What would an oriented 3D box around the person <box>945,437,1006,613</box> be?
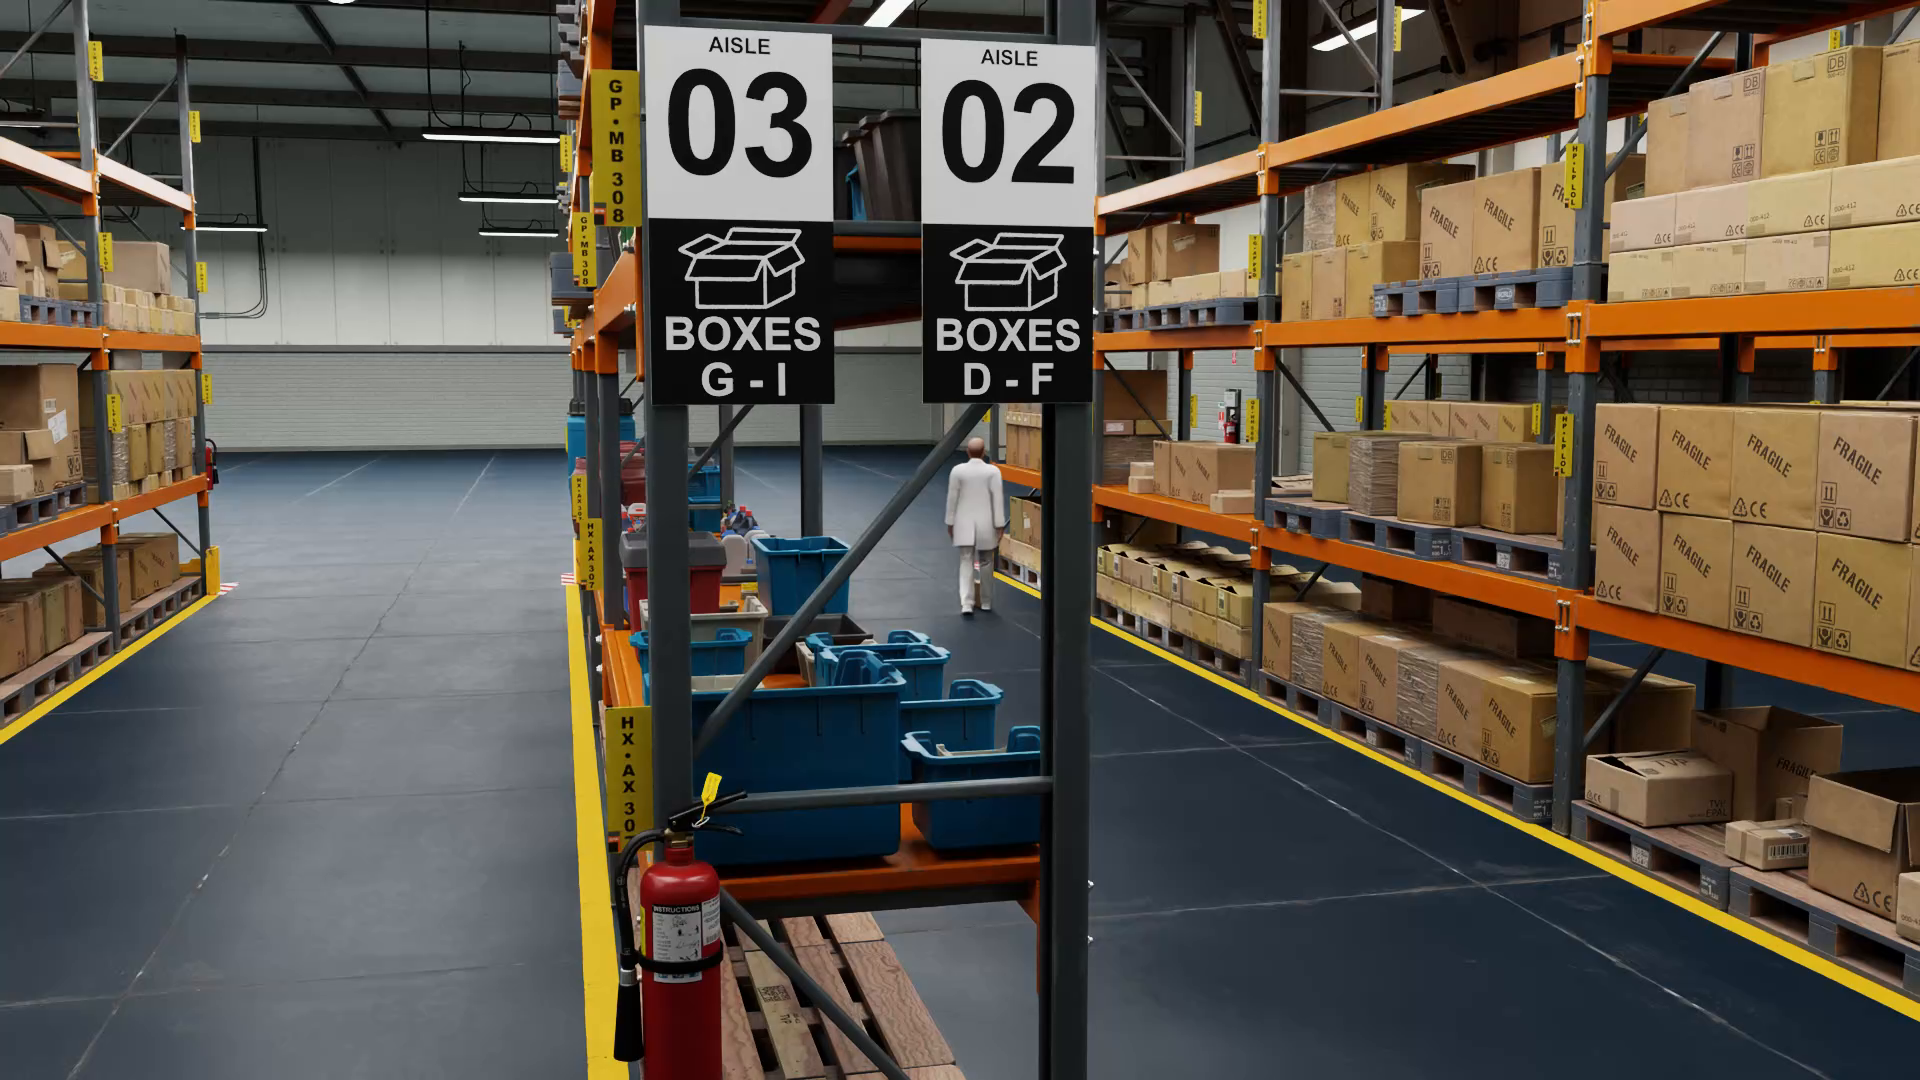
[{"bbox_3d":[0.151,-0.157,16.843,0.613,1.775,0.798,0,6,0],"label":"person"}]
